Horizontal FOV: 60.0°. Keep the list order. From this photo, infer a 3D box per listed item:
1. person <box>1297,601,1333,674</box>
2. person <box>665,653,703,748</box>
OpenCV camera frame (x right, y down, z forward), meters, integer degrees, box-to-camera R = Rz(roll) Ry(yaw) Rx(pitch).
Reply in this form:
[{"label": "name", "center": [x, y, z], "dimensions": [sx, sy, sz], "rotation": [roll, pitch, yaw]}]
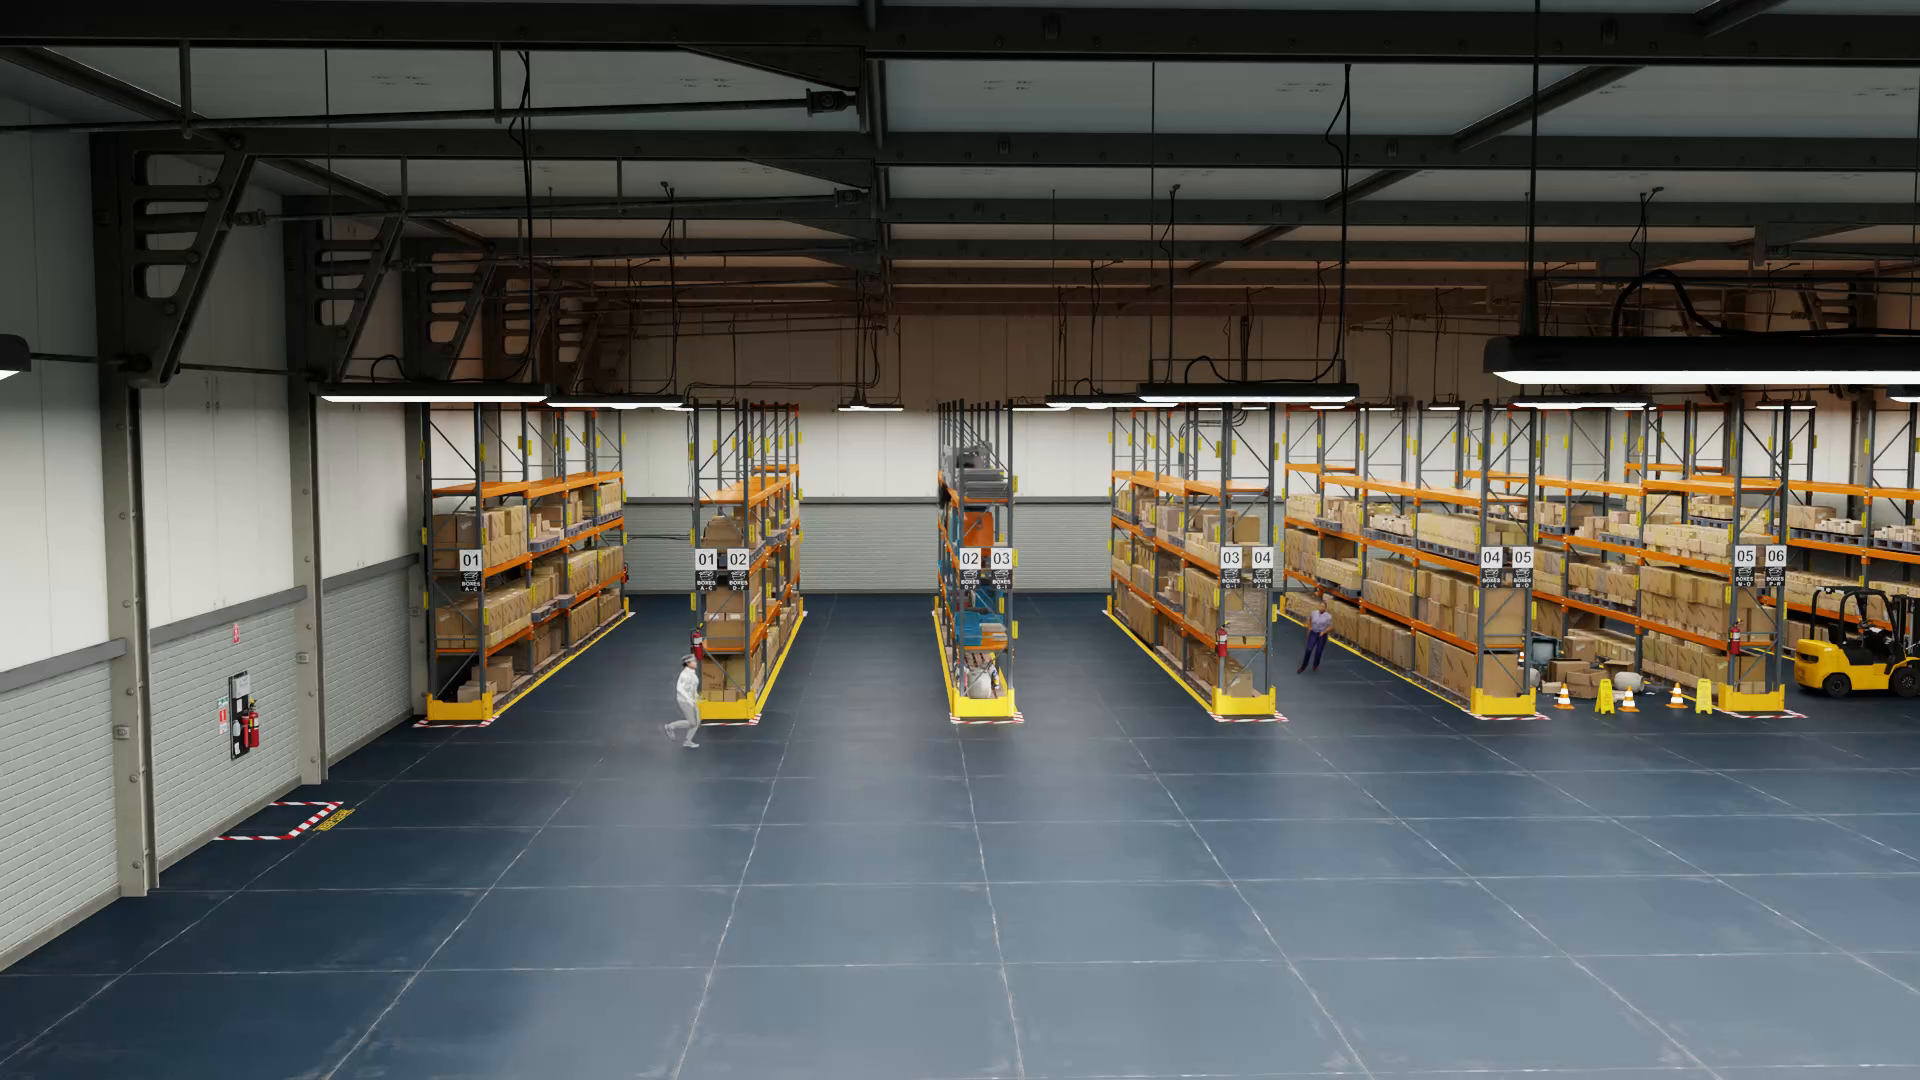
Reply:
[{"label": "person", "center": [7.811, 2.135, 36.582], "dimensions": [0.753, 1.609, 0.745], "rotation": [1, 4, 14]}, {"label": "person", "center": [-4.745, 2.746, 28.532], "dimensions": [0.592, 1.640, 0.603], "rotation": [1, 4, 12]}]
